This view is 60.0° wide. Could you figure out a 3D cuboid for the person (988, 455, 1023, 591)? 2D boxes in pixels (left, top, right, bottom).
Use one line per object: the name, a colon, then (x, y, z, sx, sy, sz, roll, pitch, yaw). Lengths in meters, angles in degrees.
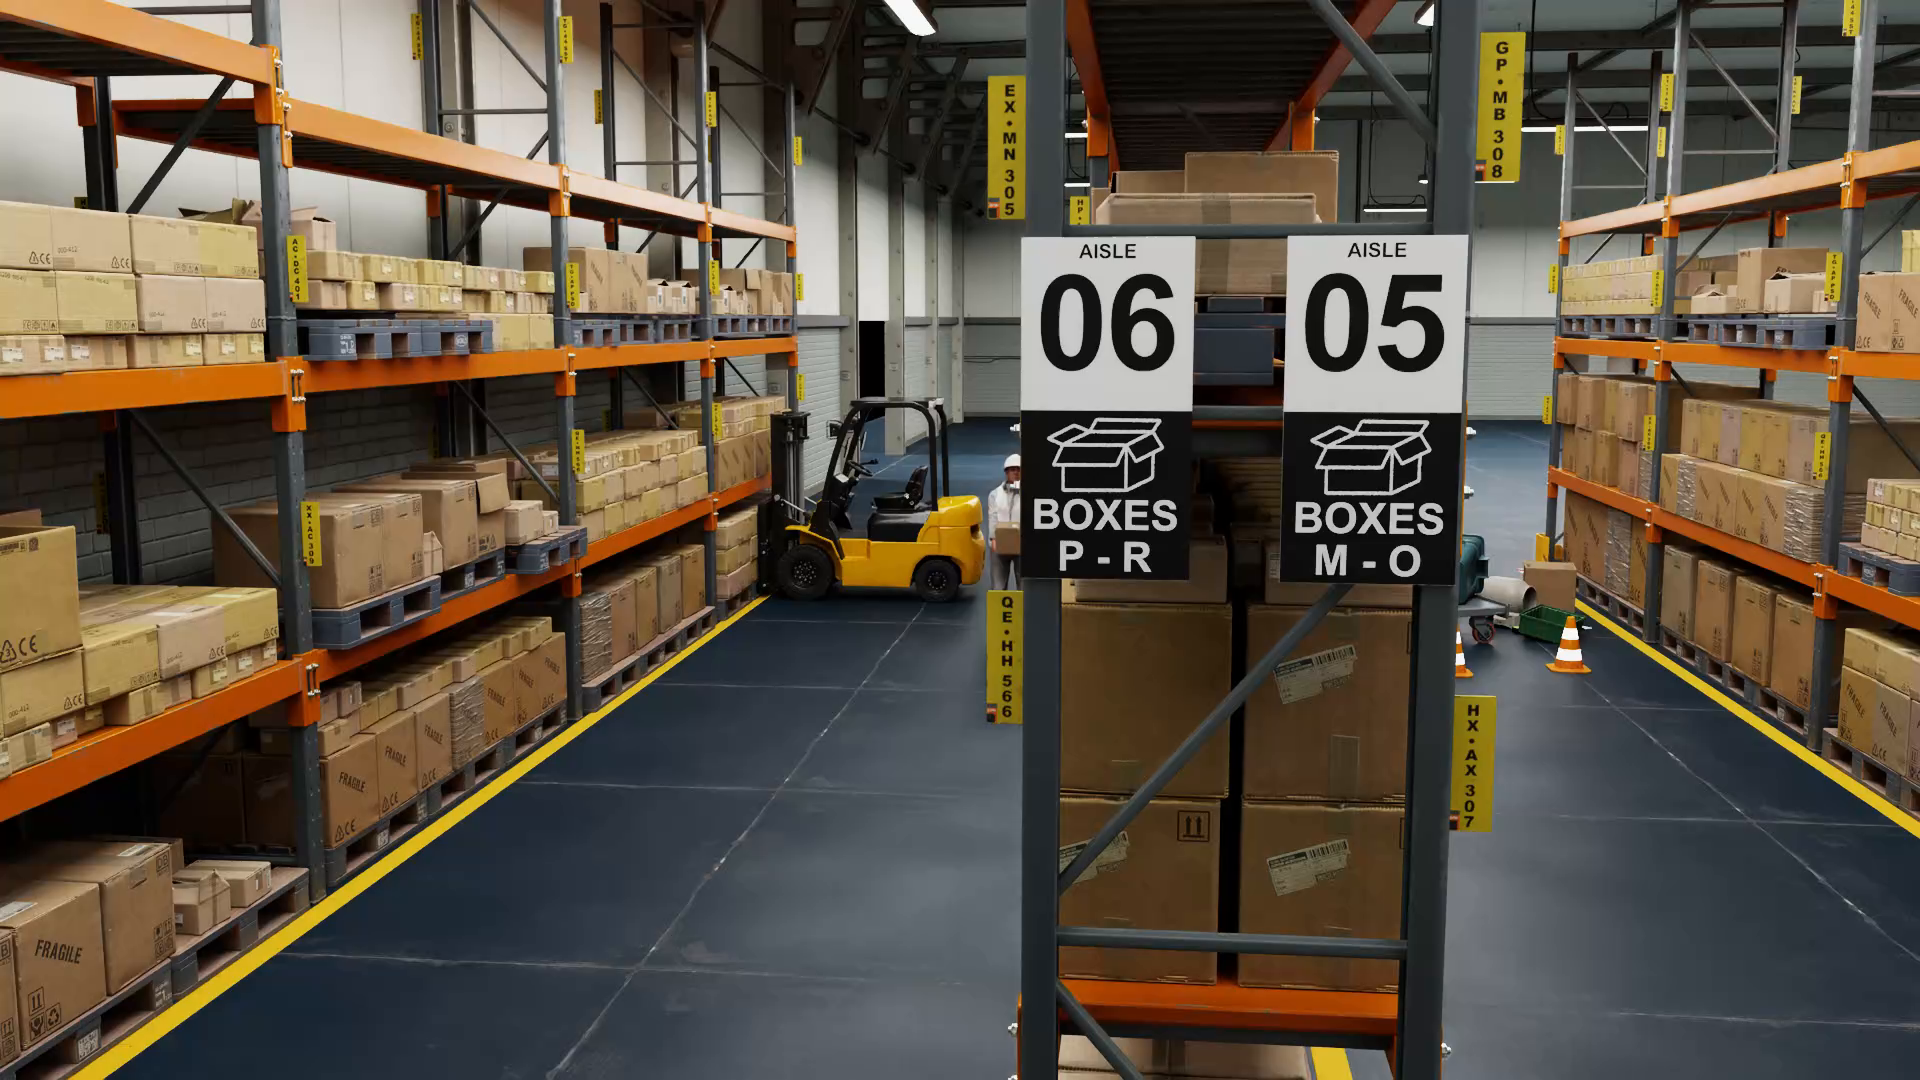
person: (0.497, 0.095, 15.508, 0.494, 1.762, 0.564, 1, 8, 6)
